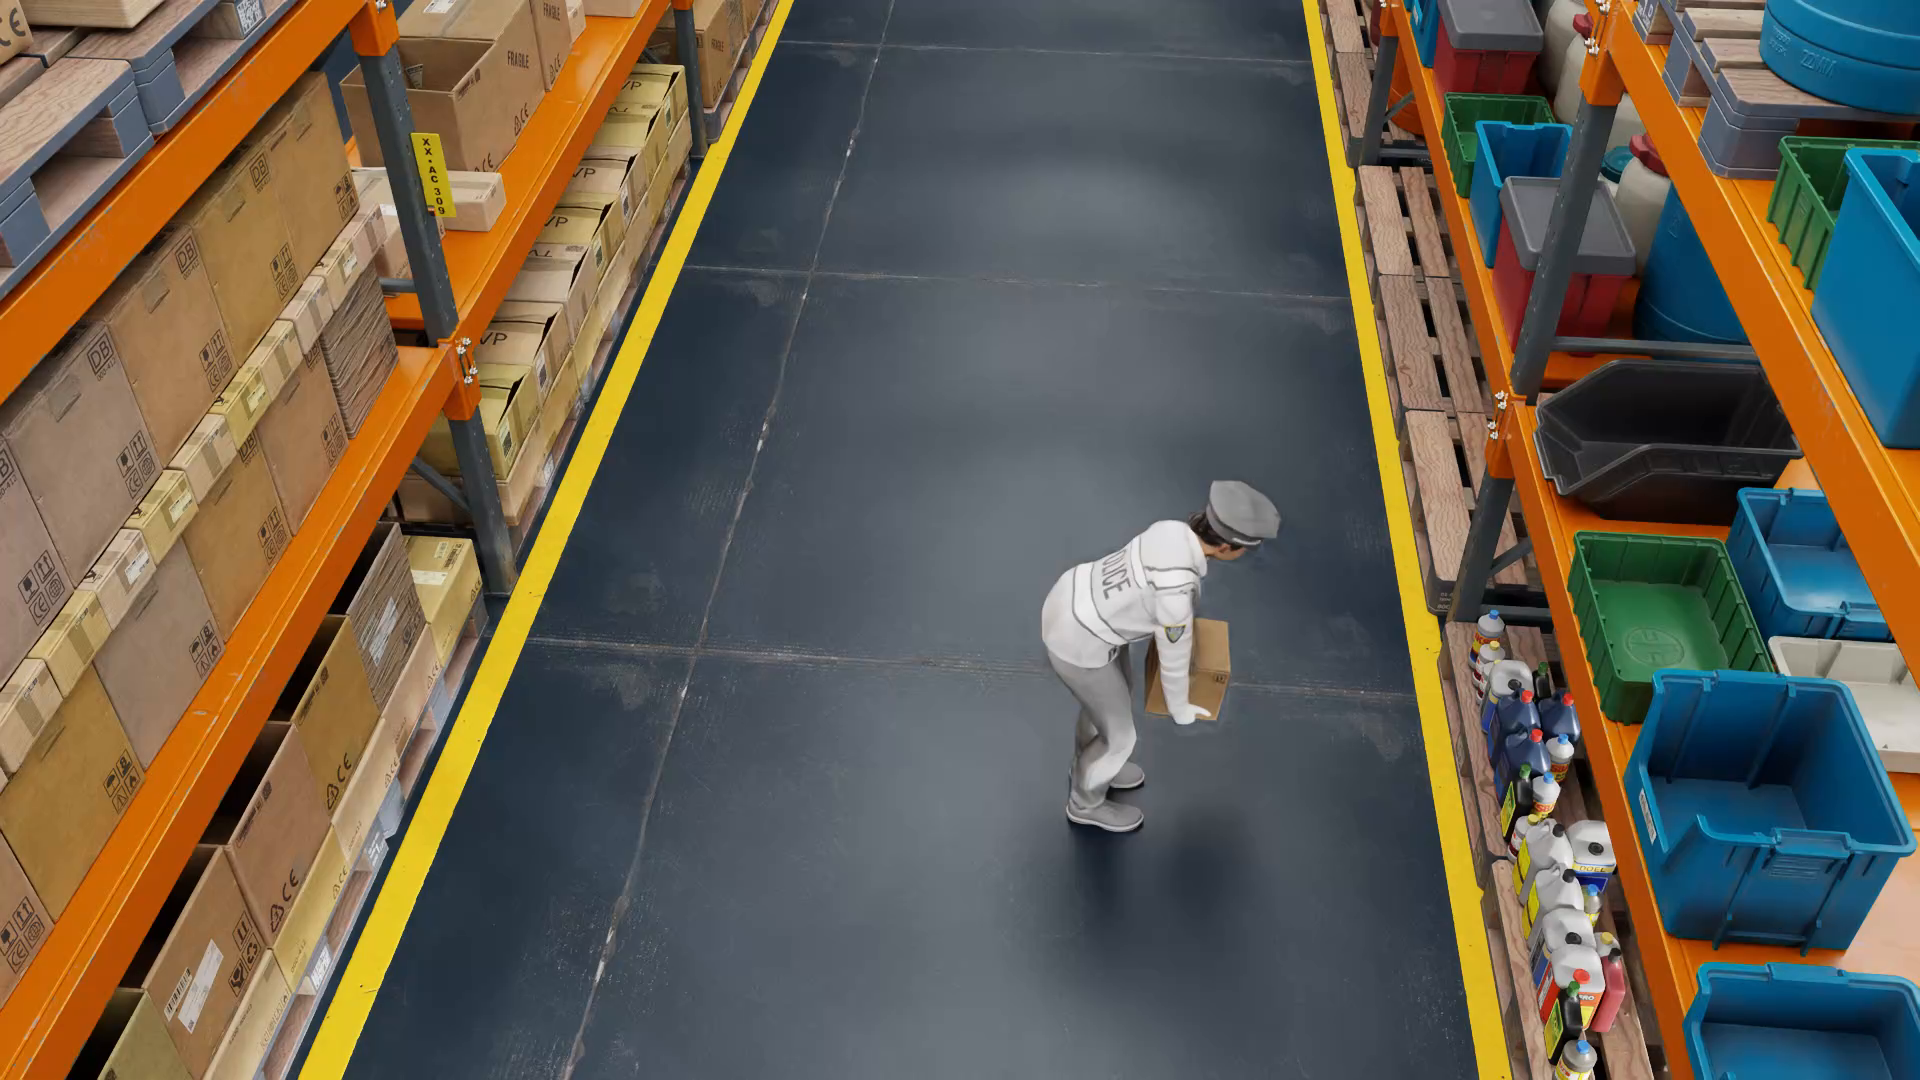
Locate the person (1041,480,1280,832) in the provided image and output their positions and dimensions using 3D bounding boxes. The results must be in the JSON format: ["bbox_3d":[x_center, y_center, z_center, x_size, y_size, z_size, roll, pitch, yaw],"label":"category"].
[{"bbox_3d":[0.658,0.412,5.816,0.757,1.484,0.405,2,40,3],"label":"person"}]
